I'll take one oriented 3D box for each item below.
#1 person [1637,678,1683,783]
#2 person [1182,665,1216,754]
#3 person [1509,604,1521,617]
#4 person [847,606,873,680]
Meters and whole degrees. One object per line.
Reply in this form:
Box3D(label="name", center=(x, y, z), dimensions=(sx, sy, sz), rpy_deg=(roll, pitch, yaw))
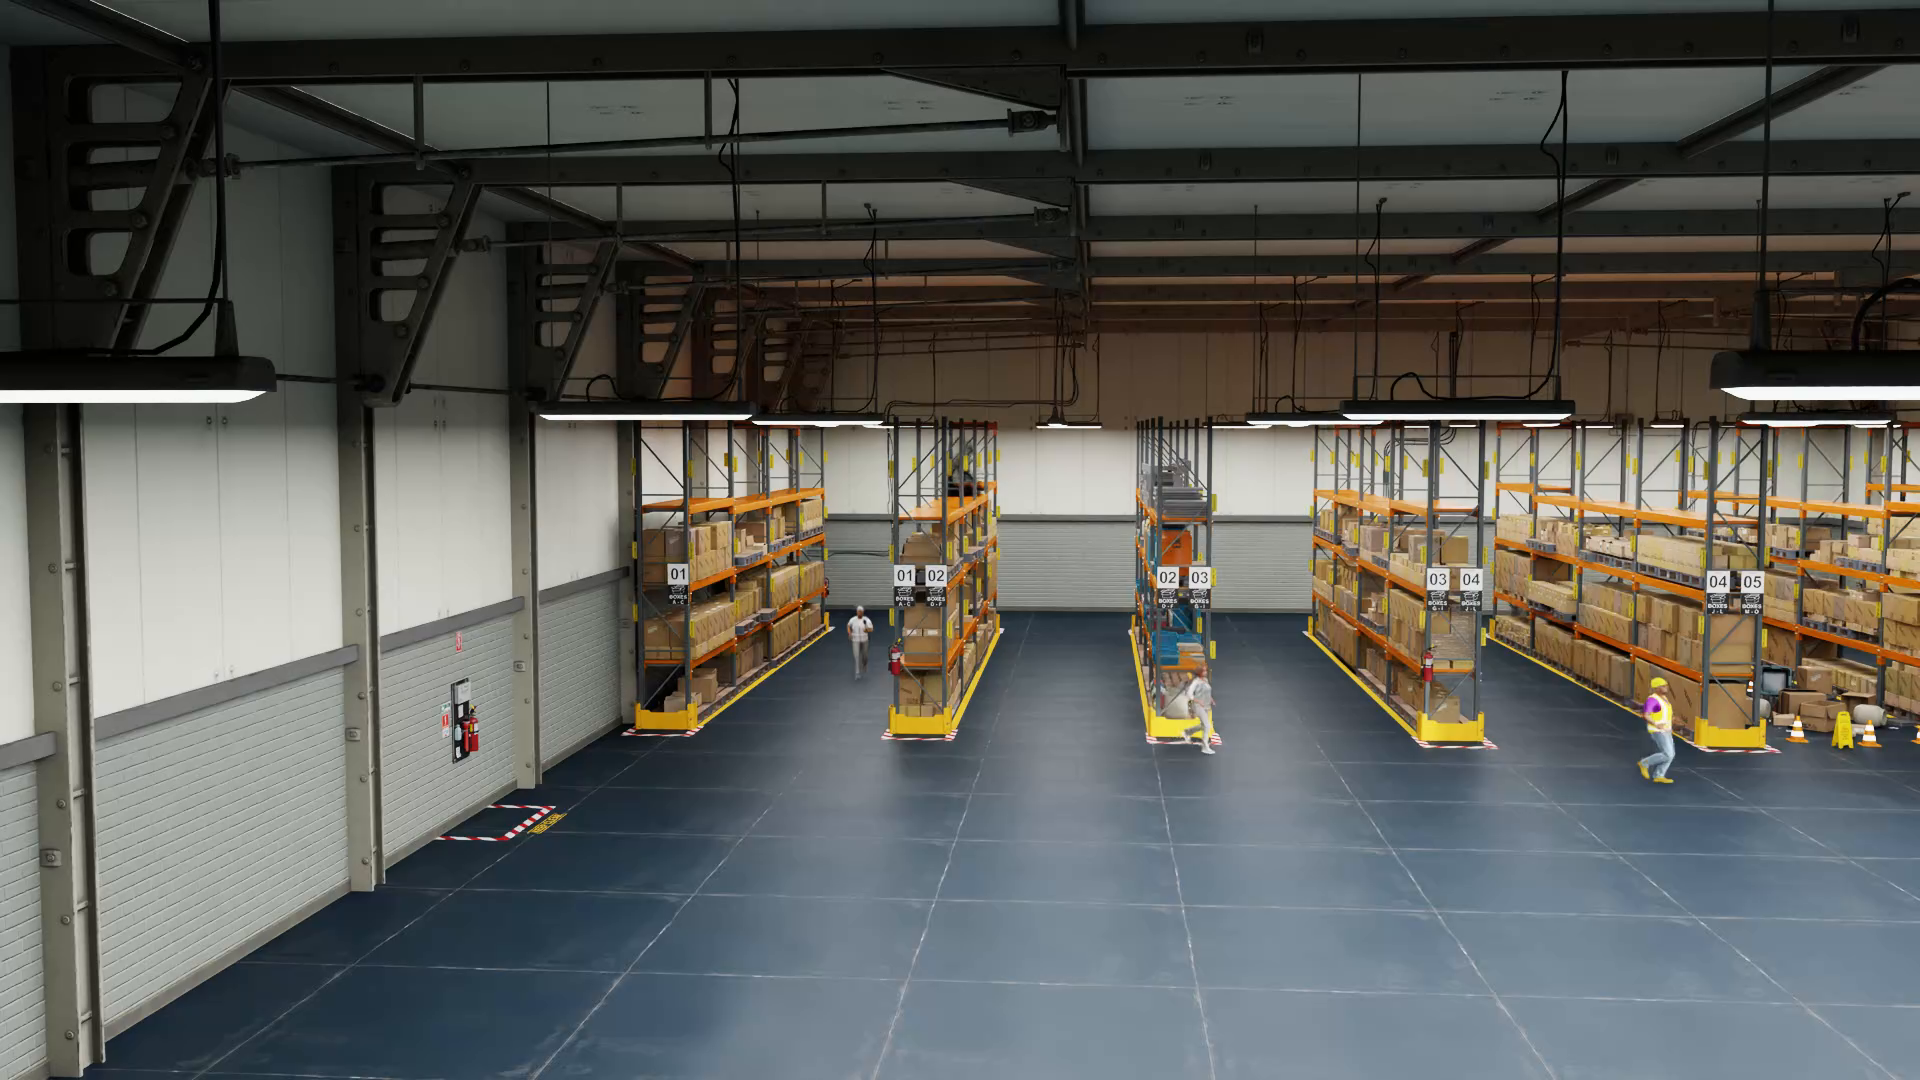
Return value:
Box3D(label="person", center=(11.382, 3.096, 27.044), dimensions=(0.605, 1.719, 0.699), rpy_deg=(3, 5, 40))
Box3D(label="person", center=(4.236, 3.004, 29.611), dimensions=(0.702, 1.576, 0.558), rpy_deg=(3, 5, 36))
Box3D(label="person", center=(15.930, 1.849, 47.476), dimensions=(0.643, 1.589, 0.713), rpy_deg=(2, 4, 30))
Box3D(label="person", center=(-2.317, 2.357, 38.573), dimensions=(0.608, 1.650, 0.943), rpy_deg=(0, 4, -6))
